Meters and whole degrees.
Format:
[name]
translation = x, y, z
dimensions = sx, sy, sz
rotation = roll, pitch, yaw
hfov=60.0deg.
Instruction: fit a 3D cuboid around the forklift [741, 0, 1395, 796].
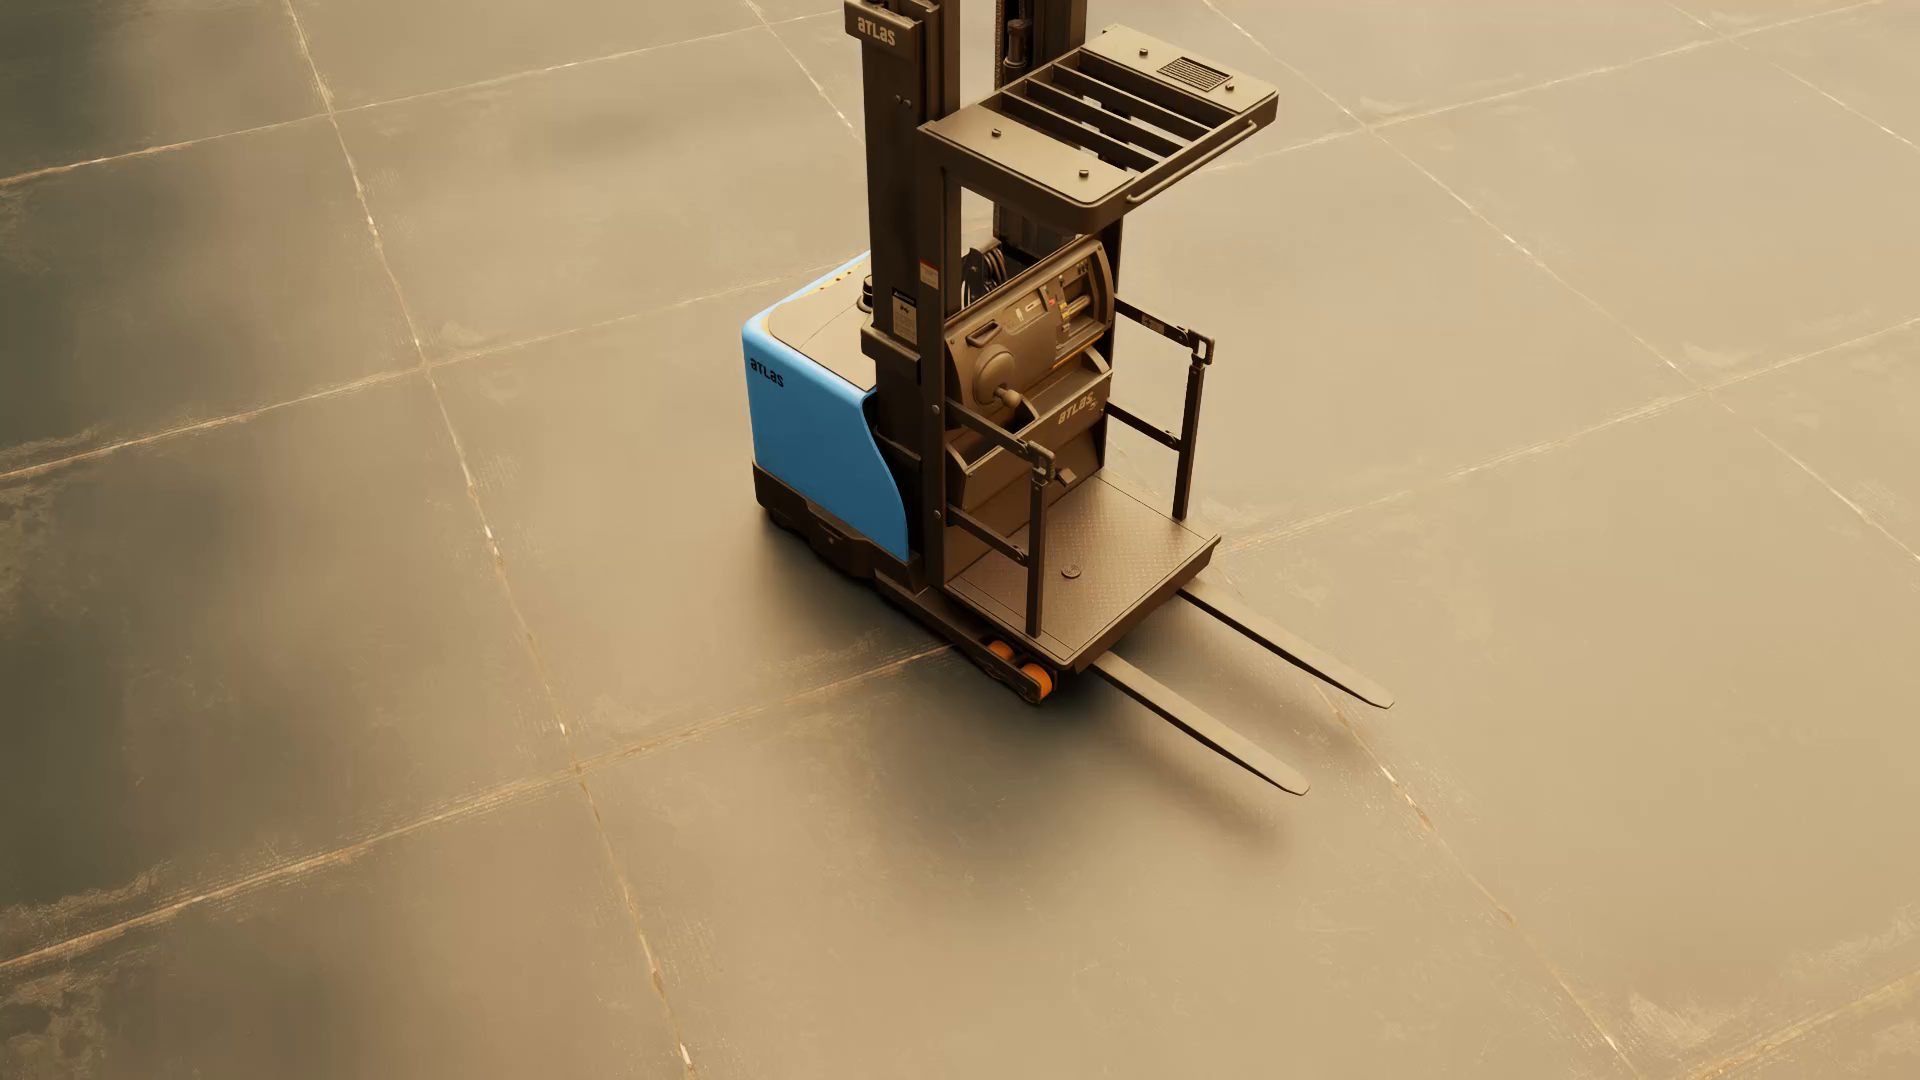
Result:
[forklift]
translation = 0.445, -0.788, 6.525
dimensions = 3.031, 2.935, 1.130
rotation = 32, 52, 30
